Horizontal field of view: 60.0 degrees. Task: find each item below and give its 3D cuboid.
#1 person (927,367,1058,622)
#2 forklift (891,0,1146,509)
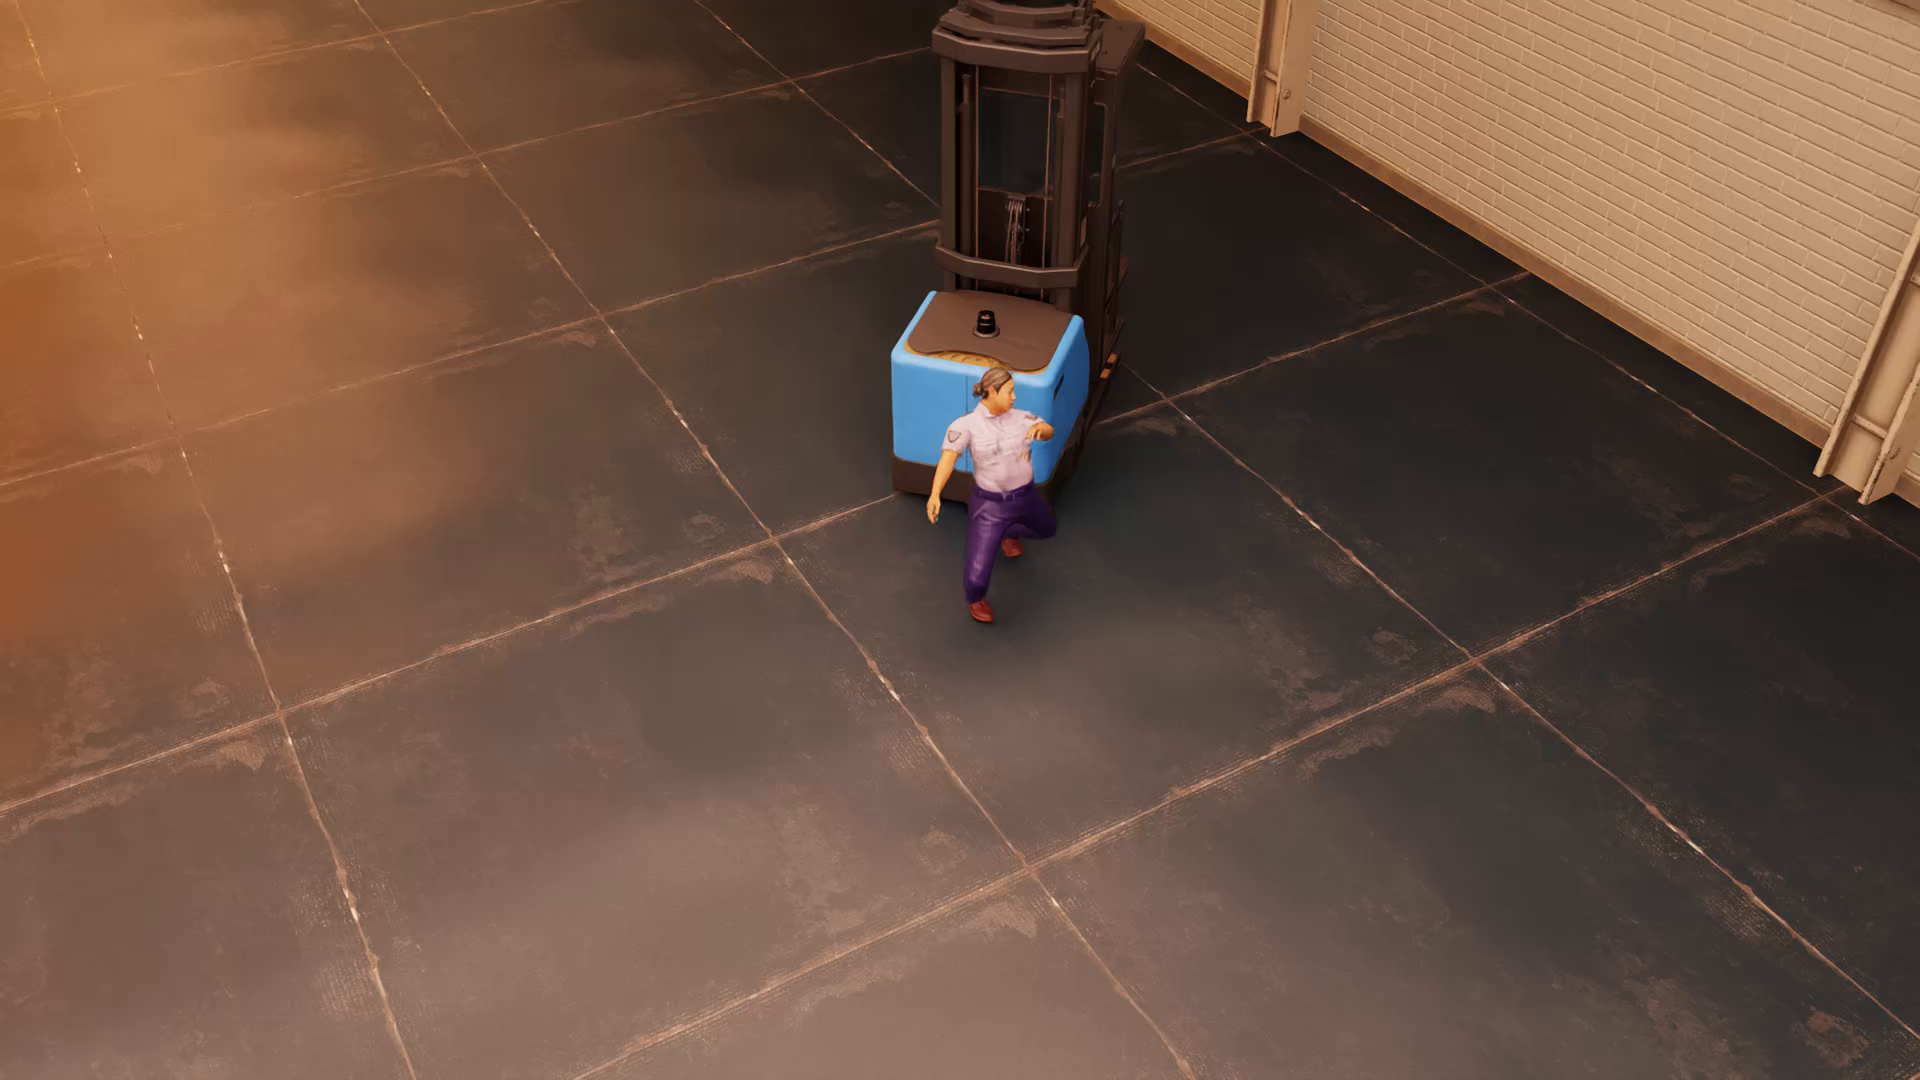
[{"bbox_3d":[0.141,-0.190,9.425,0.976,1.405,0.723,-29,48,-30],"label":"person"},{"bbox_3d":[0.499,-2.228,10.722,1.130,2.935,3.031,12,41,14],"label":"forklift"}]
